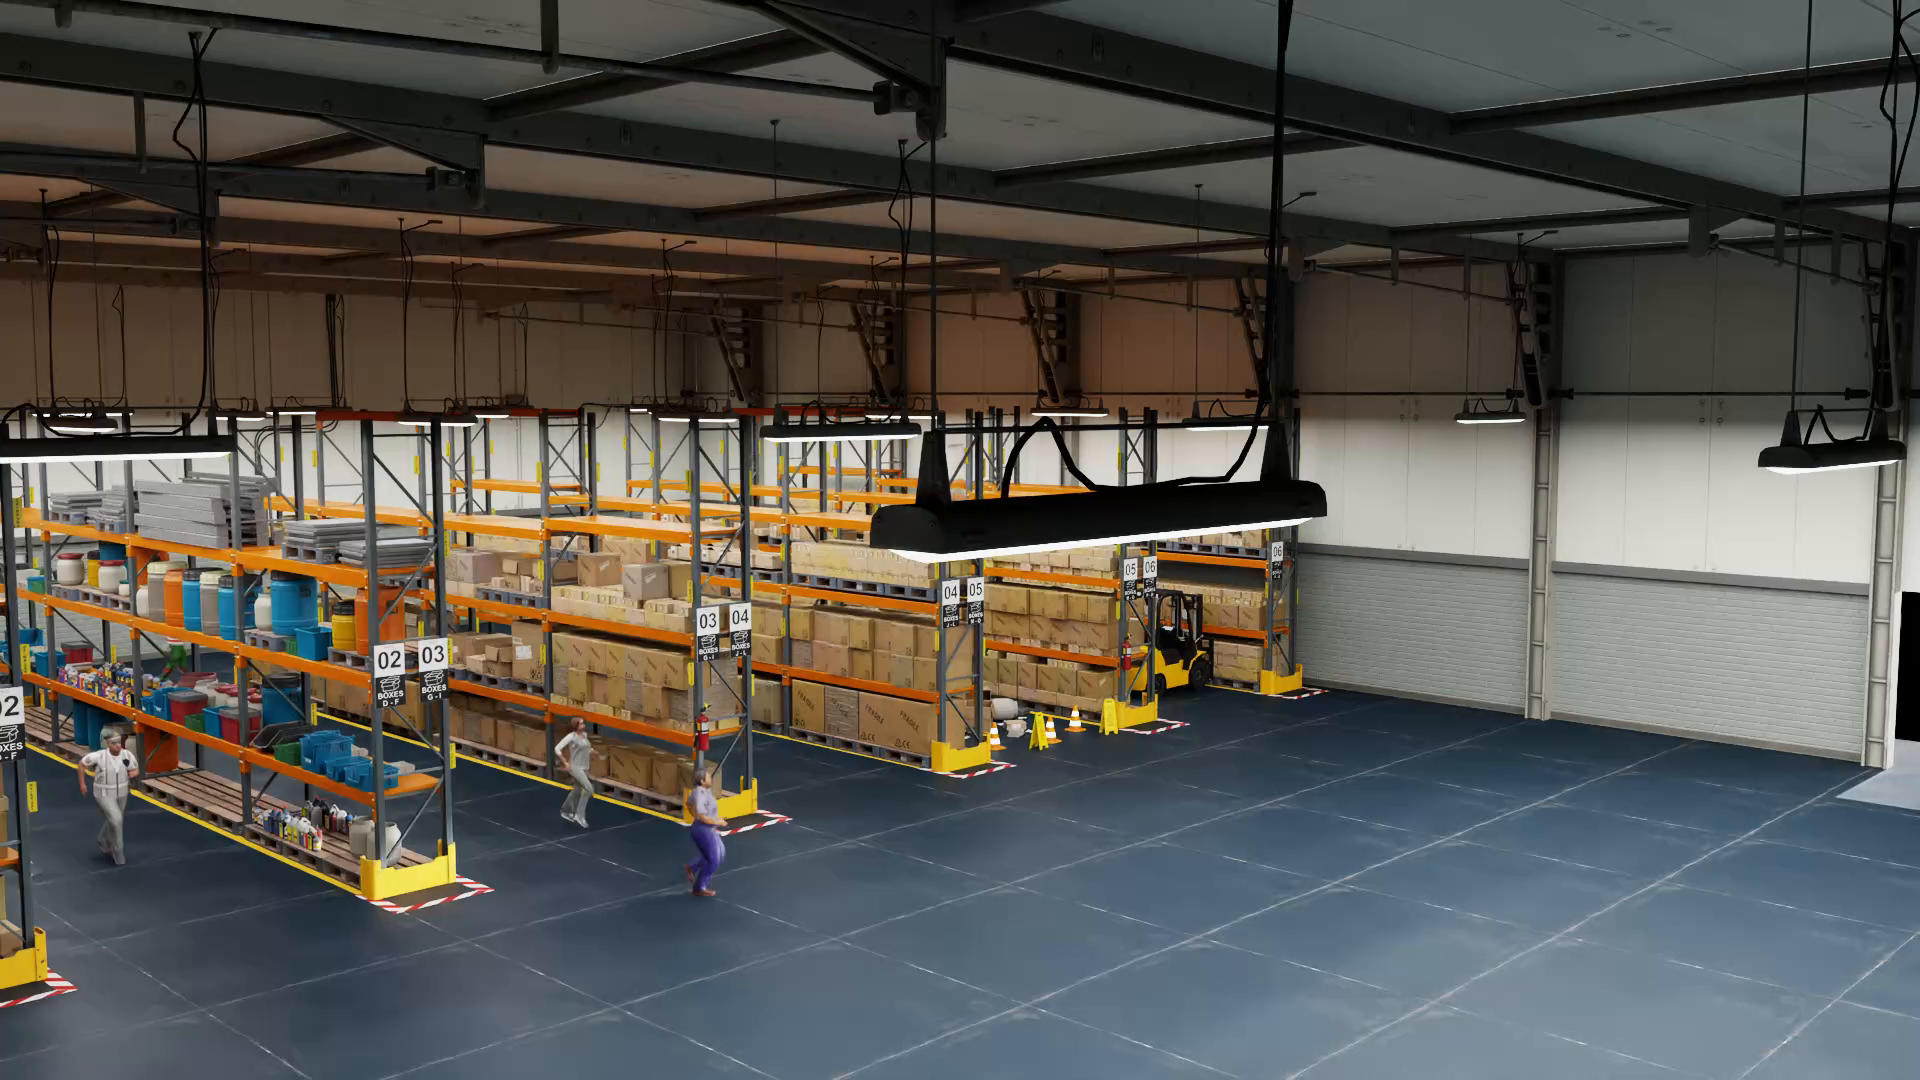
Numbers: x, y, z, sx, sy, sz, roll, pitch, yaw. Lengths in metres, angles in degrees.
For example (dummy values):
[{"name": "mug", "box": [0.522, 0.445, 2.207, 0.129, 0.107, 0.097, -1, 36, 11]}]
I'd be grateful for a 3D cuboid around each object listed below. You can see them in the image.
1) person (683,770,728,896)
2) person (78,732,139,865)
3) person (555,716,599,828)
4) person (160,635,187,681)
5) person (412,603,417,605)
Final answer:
[{"name": "person", "box": [-3.207, 3.685, 20.959, 0.542, 1.607, 0.606, -1, 5, -15]}, {"name": "person", "box": [-11.480, 3.473, 22.491, 0.861, 1.829, 0.686, 4, 6, 37]}, {"name": "person", "box": [-5.572, 3.383, 24.293, 0.694, 1.630, 0.503, 2, 5, 17]}, {"name": "person", "box": [-16.806, 2.276, 35.633, 0.598, 1.824, 0.880, 5, 7, 42]}, {"name": "person", "box": [-12.510, 2.215, 37.804, 0.721, 1.580, 0.542, -2, 5, -20]}]
